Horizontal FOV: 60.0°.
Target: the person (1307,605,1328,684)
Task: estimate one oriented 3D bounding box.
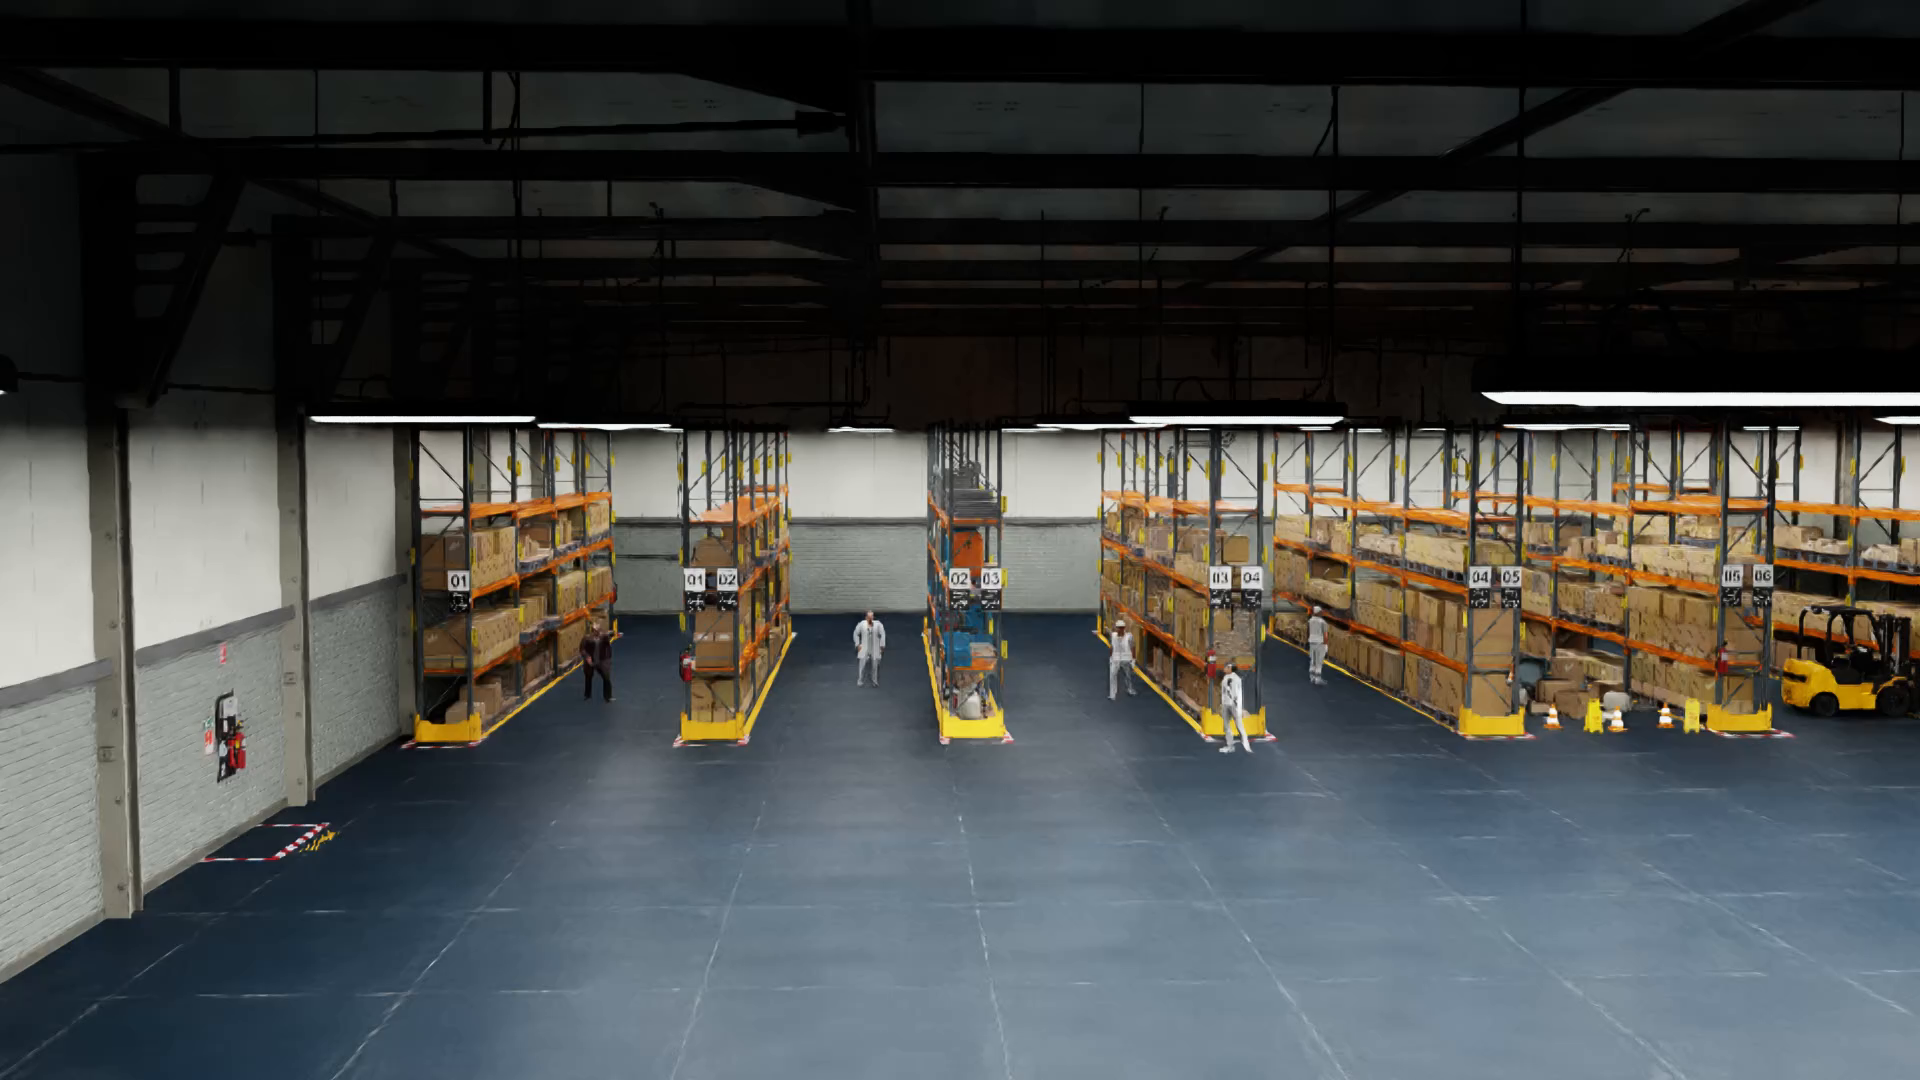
[{"bbox_3d":[8.198,2.379,38.002,0.443,1.781,0.600,-2,4,-34],"label":"person"}]

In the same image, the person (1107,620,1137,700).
[{"bbox_3d":[3.502,2.567,35.907,0.605,1.731,0.983,1,4,17],"label":"person"}]

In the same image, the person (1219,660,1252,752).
[{"bbox_3d":[4.952,2.982,29.946,0.519,1.669,0.572,-2,4,-28],"label":"person"}]

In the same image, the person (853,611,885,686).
[{"bbox_3d":[-2.053,2.450,37.676,0.729,1.733,0.546,0,4,-4],"label":"person"}]

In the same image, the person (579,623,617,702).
[{"bbox_3d":[-7.740,2.592,35.353,0.728,1.712,0.904,-1,4,-19],"label":"person"}]
